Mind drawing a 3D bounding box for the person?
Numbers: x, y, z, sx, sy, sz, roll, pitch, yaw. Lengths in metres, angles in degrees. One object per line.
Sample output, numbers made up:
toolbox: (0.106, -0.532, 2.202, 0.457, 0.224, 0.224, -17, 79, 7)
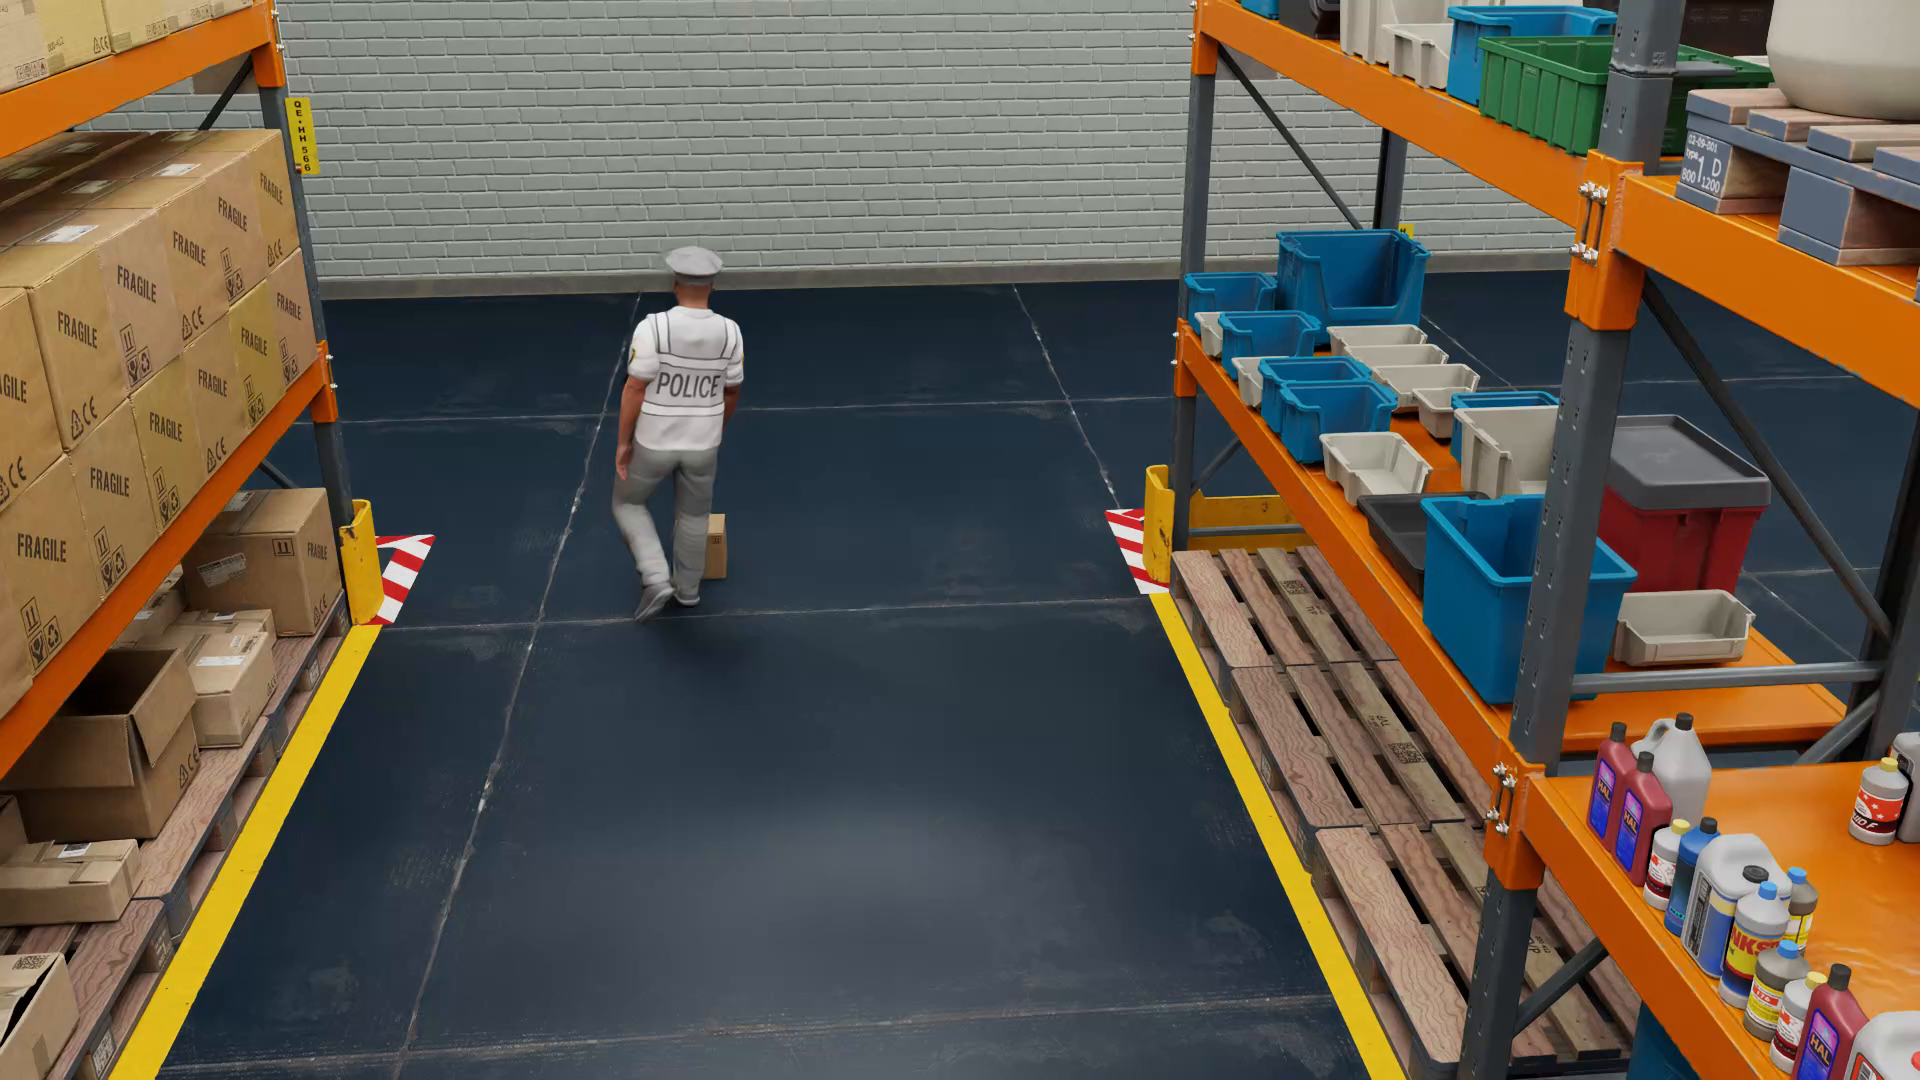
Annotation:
person: (-1.313, -0.478, 7.666, 0.634, 1.754, 0.600, -9, 25, -21)
